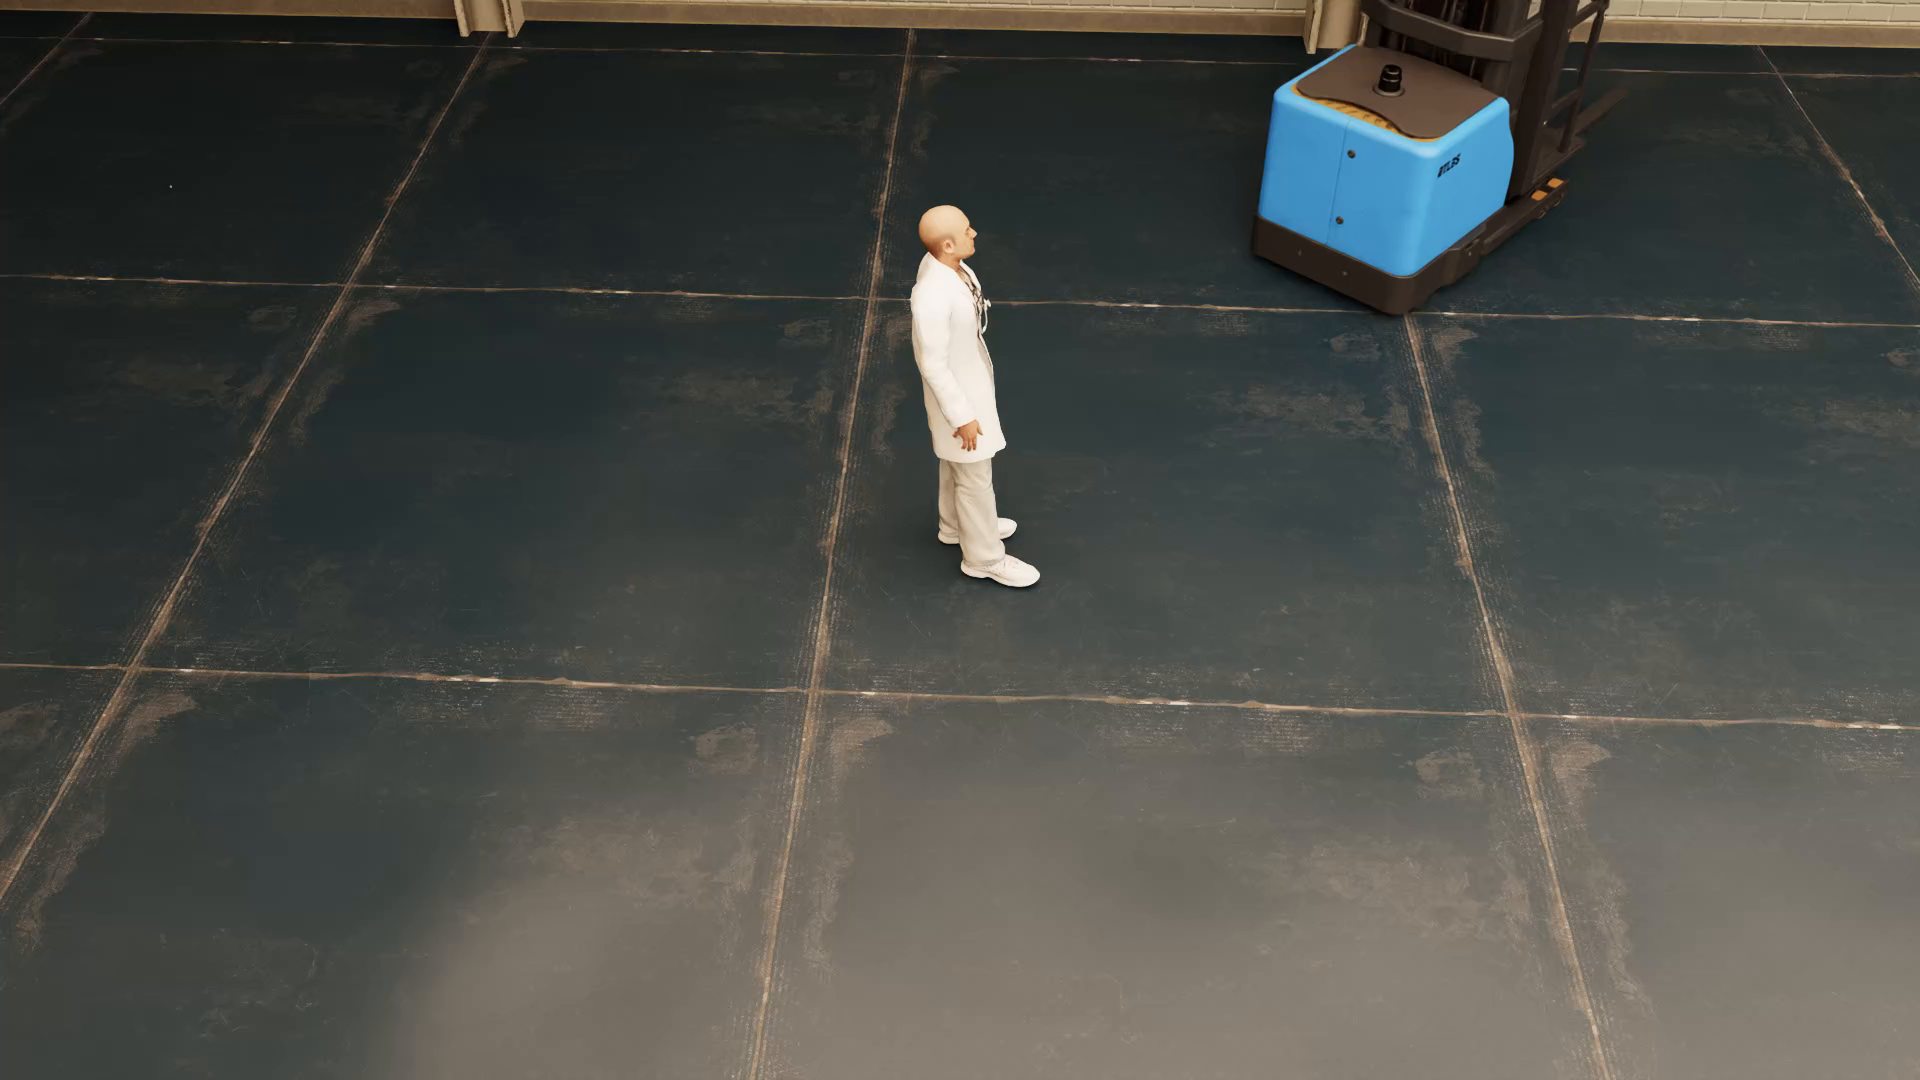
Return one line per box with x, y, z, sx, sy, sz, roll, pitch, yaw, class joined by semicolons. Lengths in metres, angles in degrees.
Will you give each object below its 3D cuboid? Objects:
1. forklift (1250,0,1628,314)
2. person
3.058;-3.233;9.284;1.130;2.935;3.031;32;51;30;forklift
0.090;-0.656;7.305;0.581;1.776;0.694;2;42;2;person
